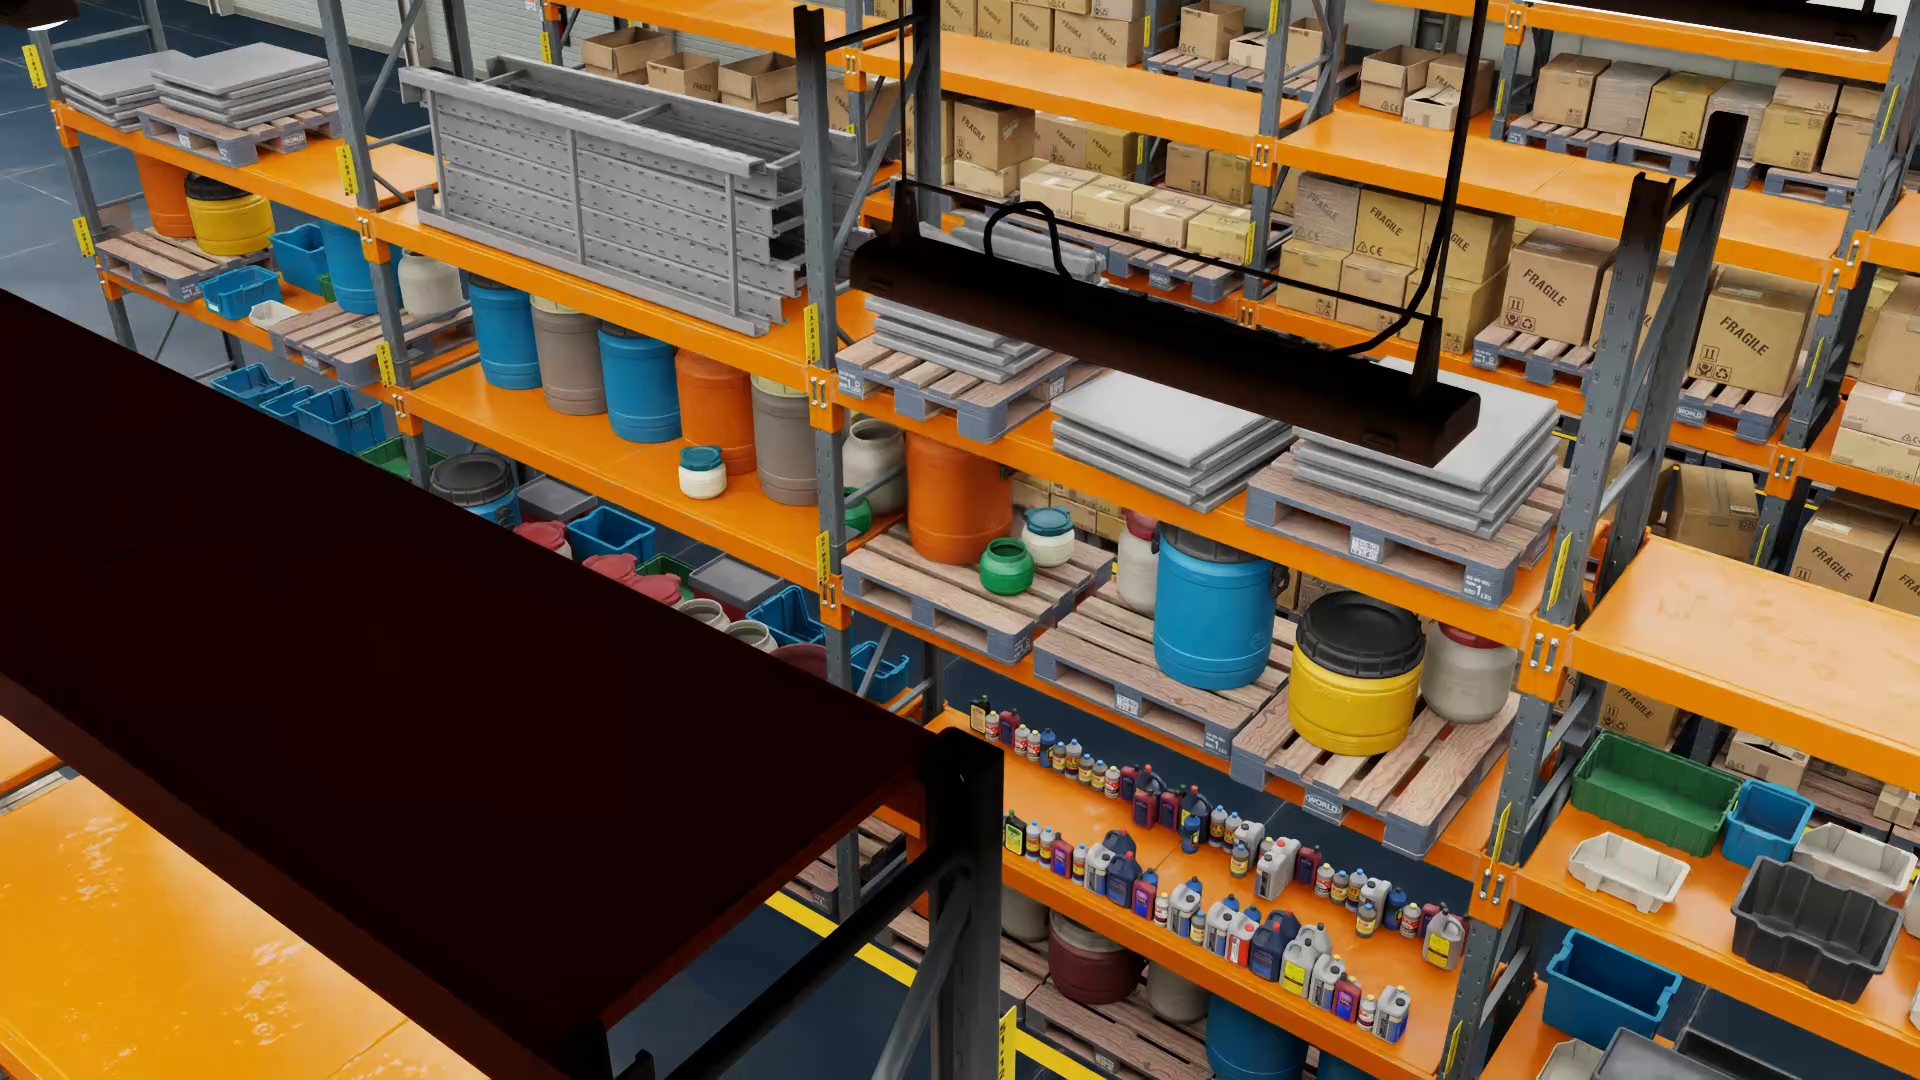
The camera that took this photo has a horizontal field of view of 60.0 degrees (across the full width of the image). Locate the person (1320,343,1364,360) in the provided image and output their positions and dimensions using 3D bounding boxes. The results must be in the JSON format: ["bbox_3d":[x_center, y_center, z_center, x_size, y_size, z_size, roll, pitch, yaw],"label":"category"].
[{"bbox_3d":[3.709,-1.613,16.304,0.480,1.656,0.515,-24,39,-33],"label":"person"}]
